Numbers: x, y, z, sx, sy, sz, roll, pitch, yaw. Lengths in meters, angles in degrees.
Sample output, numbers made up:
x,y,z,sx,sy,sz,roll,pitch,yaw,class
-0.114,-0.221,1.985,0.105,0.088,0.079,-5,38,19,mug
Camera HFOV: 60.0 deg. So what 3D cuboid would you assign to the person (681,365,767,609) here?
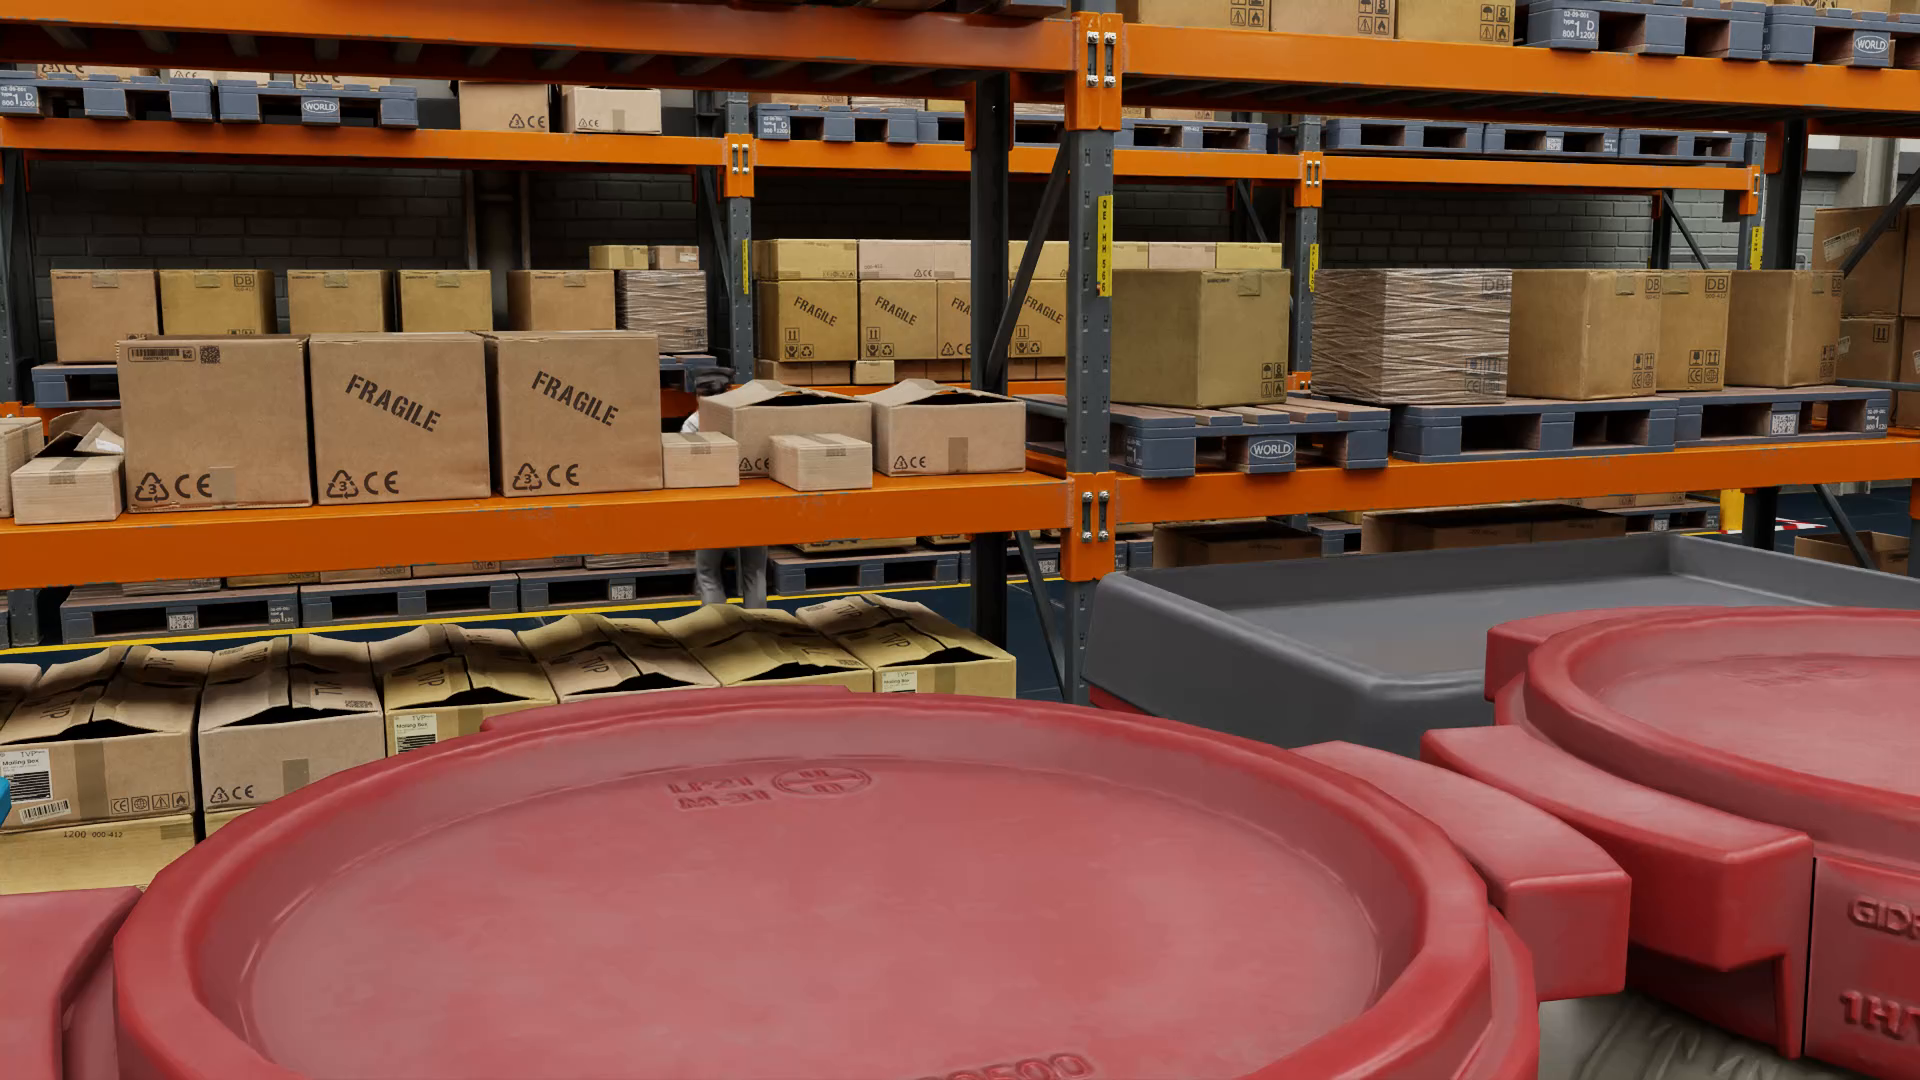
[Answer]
x,y,z,sx,sy,sz,roll,pitch,yaw,class
-1.228,-0.133,8.650,0.406,1.532,0.690,-4,10,-22,person
